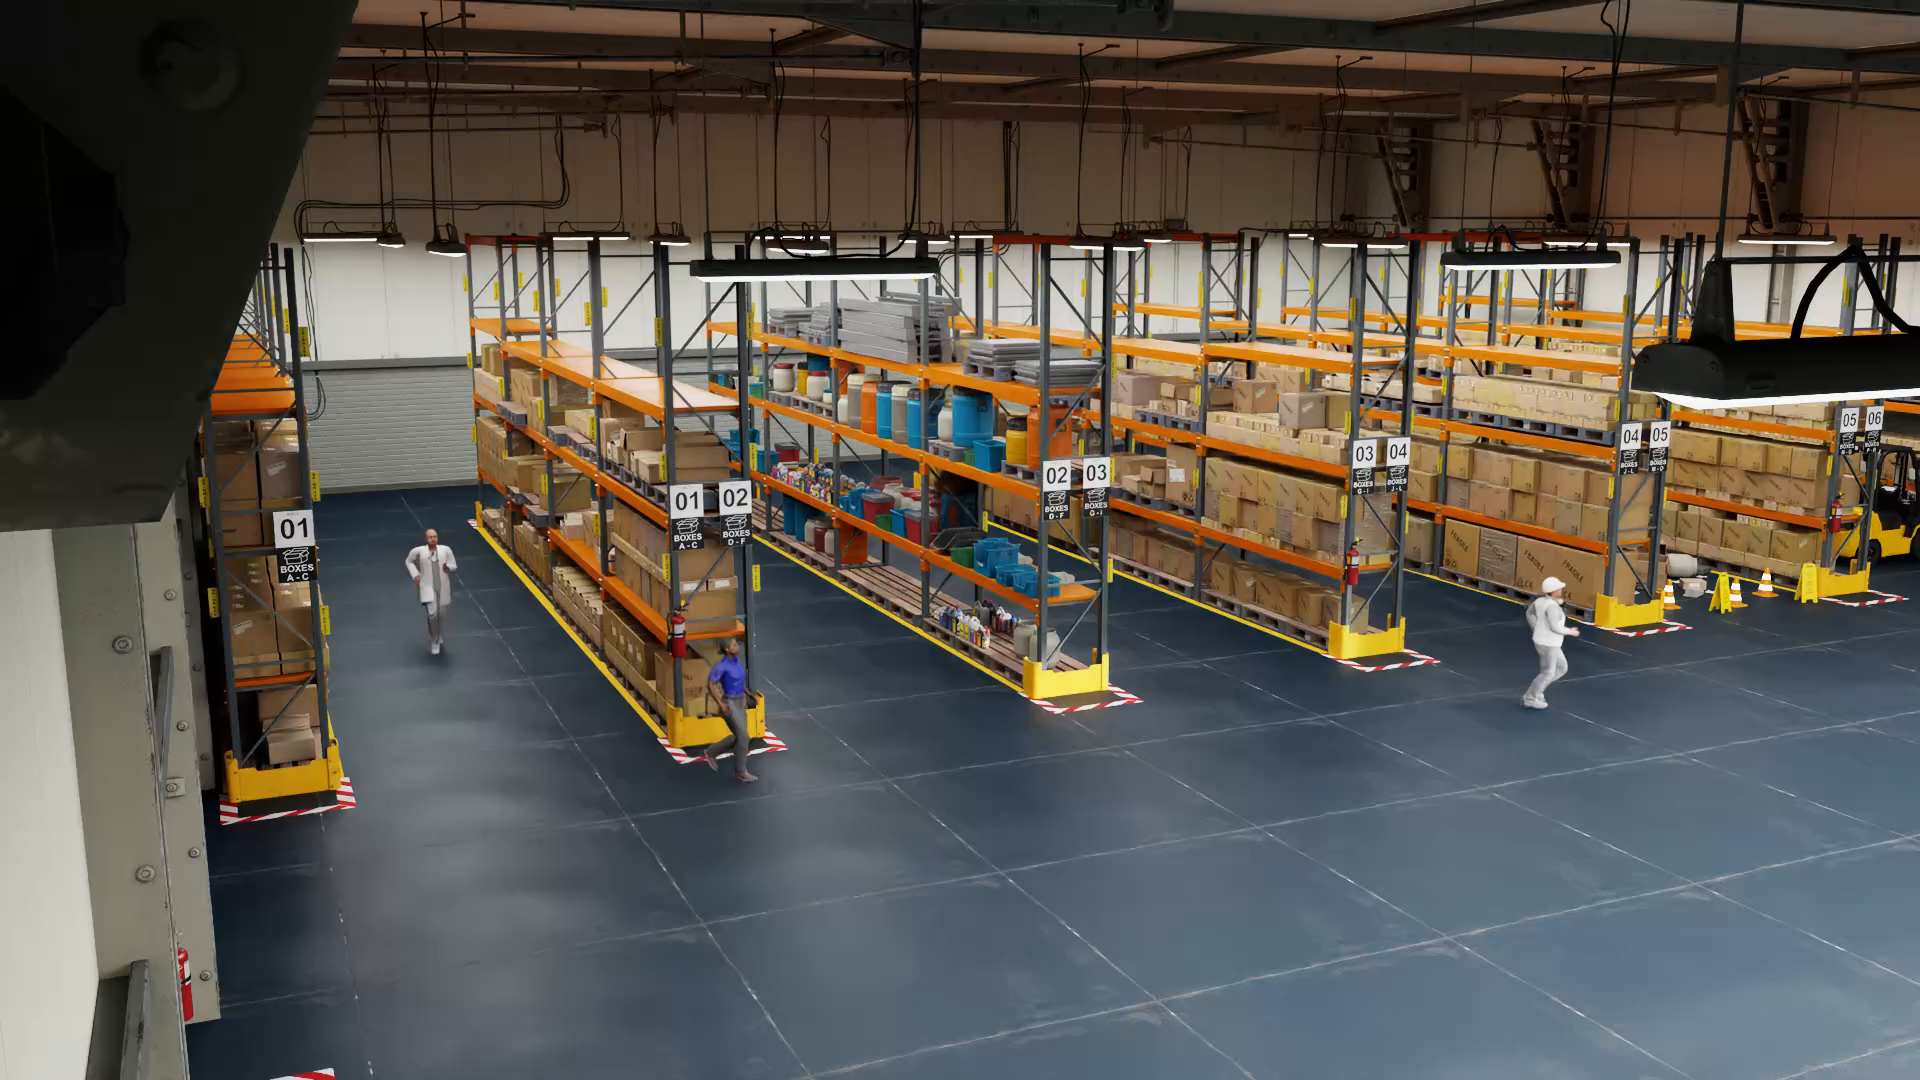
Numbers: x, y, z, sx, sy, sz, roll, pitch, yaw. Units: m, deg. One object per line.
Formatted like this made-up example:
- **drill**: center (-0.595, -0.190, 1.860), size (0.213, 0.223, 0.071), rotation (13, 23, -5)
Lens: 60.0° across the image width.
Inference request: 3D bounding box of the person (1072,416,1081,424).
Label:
- **person**: center (2.662, -2.108, 39.408), size (0.696, 1.753, 0.925), rotation (-1, 11, -3)

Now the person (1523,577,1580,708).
- **person**: center (7.696, 1.337, 21.627), size (0.638, 1.745, 0.662), rotation (1, 11, 7)

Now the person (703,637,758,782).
- **person**: center (-2.600, 1.929, 19.034), size (0.657, 1.619, 0.607), rotation (3, 11, 16)

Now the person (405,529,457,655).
- **person**: center (-7.778, 0.753, 24.589), size (0.667, 1.841, 0.801), rotation (-7, 13, -31)
